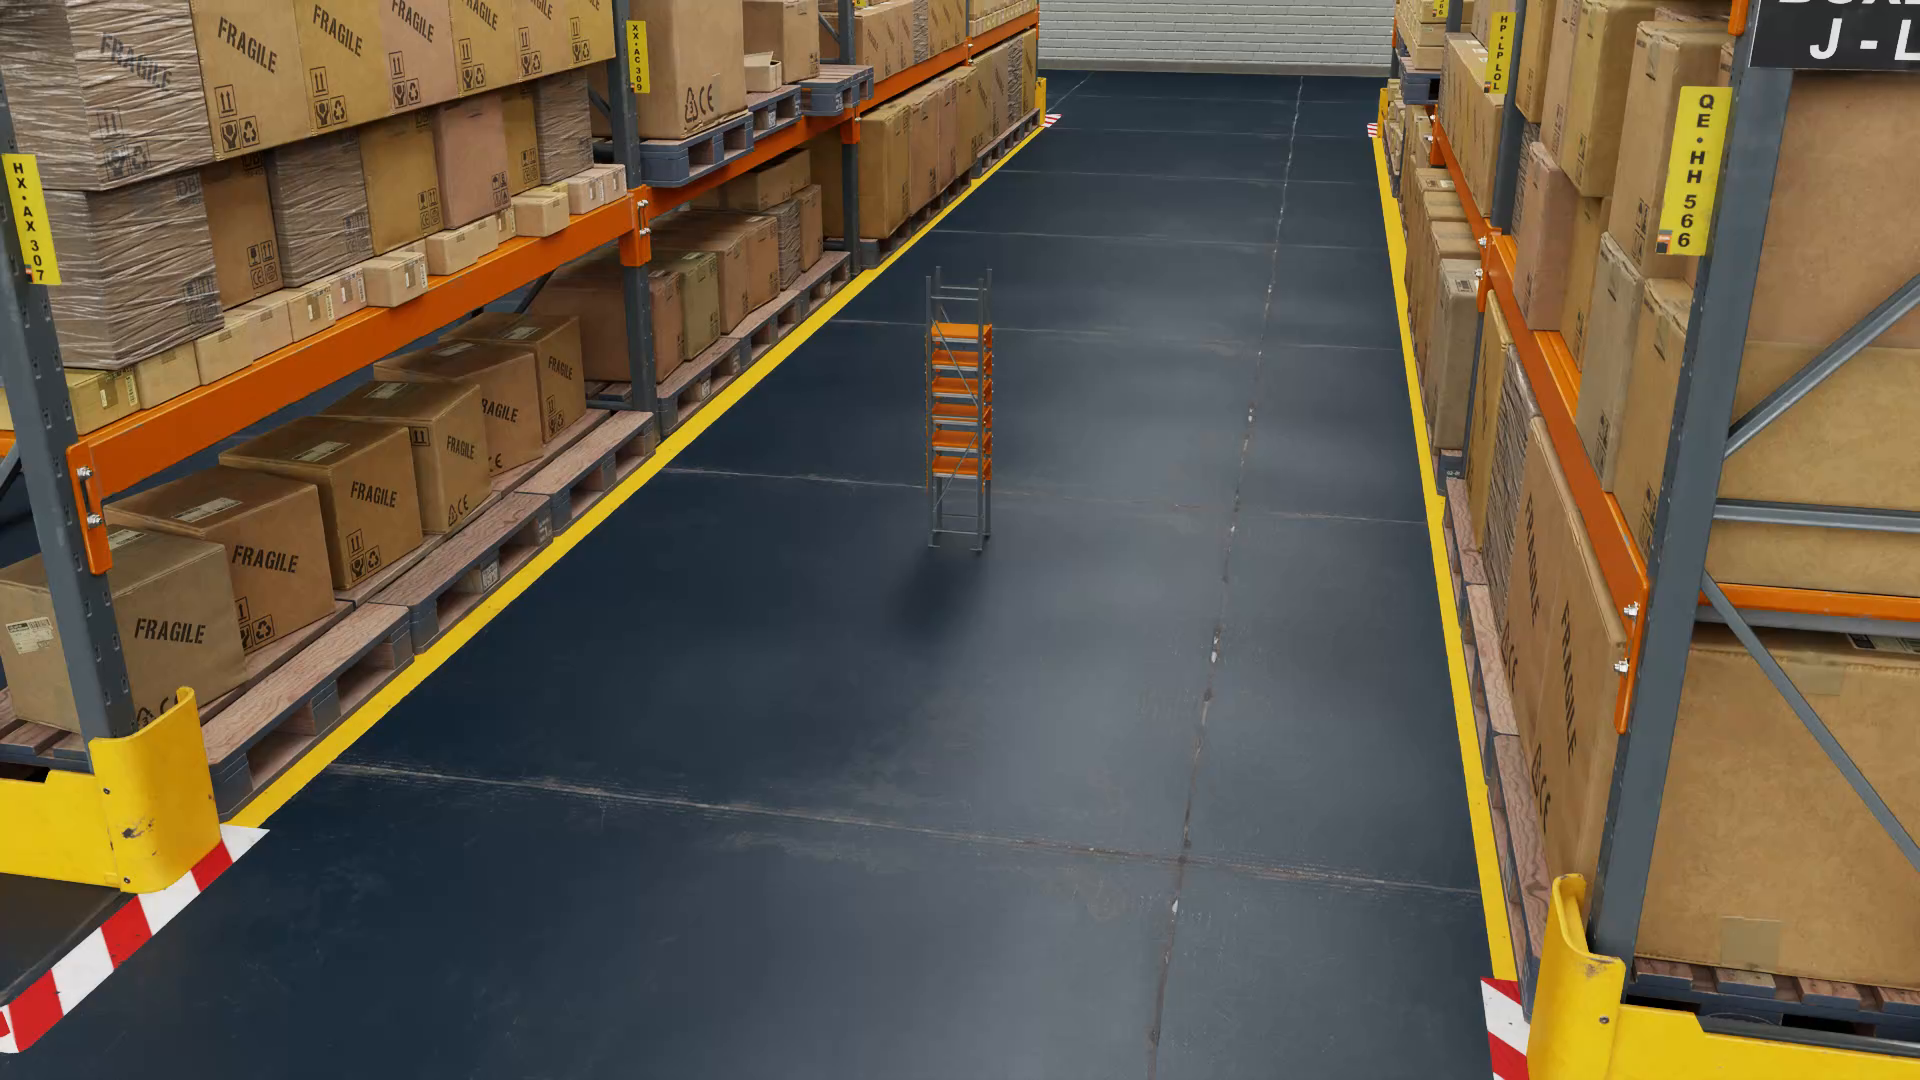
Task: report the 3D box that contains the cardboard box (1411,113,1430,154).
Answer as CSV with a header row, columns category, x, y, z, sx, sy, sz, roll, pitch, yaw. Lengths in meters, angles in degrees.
category,x,y,z,sx,sy,sz,roll,pitch,yaw
cardboard box,3.795,-3.168,12.986,0.500,0.250,0.500,5,23,13

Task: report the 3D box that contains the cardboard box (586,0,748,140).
category,x,y,z,sx,sy,sz,roll,pitch,yaw
cardboard box,-1.749,-2.659,8.575,1.000,1.000,1.000,5,22,11

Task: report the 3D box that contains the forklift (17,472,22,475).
category,x,y,z,sx,sy,sz,roll,pitch,yaw
forklift,-4.938,-0.996,5.903,1.130,2.935,3.031,5,23,13

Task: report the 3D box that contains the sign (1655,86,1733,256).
category,x,y,z,sx,sy,sz,roll,pitch,yaw
sign,1.442,-0.721,3.262,0.100,0.325,0.005,4,22,11

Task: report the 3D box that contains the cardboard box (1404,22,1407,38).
category,x,y,z,sx,sy,sz,roll,pitch,yaw
cardboard box,3.627,-3.908,12.816,0.380,0.149,0.250,4,22,10

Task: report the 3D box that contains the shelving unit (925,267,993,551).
category,x,y,z,sx,sy,sz,roll,pitch,yaw
shelving unit,-0.003,-0.551,7.116,0.258,1.200,0.189,4,22,11

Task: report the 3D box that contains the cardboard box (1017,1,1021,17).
category,x,y,z,sx,sy,sz,roll,pitch,yaw
cardboard box,0.443,-5.649,17.701,0.380,0.149,0.250,4,22,10

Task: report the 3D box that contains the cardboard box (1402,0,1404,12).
category,x,y,z,sx,sy,sz,roll,pitch,yaw
cardboard box,3.785,-4.334,13.477,0.380,0.149,0.250,5,22,12

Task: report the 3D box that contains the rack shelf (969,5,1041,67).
category,x,y,z,sx,sy,sz,roll,pitch,yaw
rack shelf,-0.008,-5.229,17.286,1.077,0.370,4.000,4,22,11

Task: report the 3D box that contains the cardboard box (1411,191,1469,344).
category,x,y,z,sx,sy,sz,roll,pitch,yaw
cardboard box,3.216,-1.569,9.684,1.050,0.750,0.750,5,22,12

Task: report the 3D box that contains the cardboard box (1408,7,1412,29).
category,x,y,z,sx,sy,sz,roll,pitch,yaw
cardboard box,3.519,-3.857,12.292,0.380,0.149,0.250,5,22,12

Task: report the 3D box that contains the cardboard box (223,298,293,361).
category,x,y,z,sx,sy,sz,roll,pitch,yaw
cardboard box,-2.407,-0.686,5.377,0.380,0.149,0.250,4,22,11

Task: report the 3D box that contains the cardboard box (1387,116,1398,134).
category,x,y,z,sx,sy,sz,roll,pitch,yaw
cardboard box,4.639,-4.306,17.284,0.380,0.149,0.250,5,22,12

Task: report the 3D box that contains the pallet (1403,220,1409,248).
category,x,y,z,sx,sy,sz,roll,pitch,yaw
pallet,4.015,-2.391,13.007,1.003,0.211,1.213,4,22,11

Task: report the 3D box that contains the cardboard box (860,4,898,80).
category,x,y,z,sx,sy,sz,roll,pitch,yaw
cardboard box,-0.763,-3.761,12.543,0.500,0.500,0.500,4,22,9

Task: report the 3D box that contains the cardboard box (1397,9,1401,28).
category,x,y,z,sx,sy,sz,roll,pitch,yaw
cardboard box,3.889,-4.386,14.002,0.380,0.149,0.250,3,22,8

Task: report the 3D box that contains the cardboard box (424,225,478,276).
category,x,y,z,sx,sy,sz,roll,pitch,yaw
cardboard box,-2.125,-1.141,6.507,0.380,0.149,0.250,4,22,11

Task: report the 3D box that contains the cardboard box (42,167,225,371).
category,x,y,z,sx,sy,sz,roll,pitch,yaw
cardboard box,-2.725,-0.826,4.858,0.875,0.500,0.500,4,22,11

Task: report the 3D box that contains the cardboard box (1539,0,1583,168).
category,x,y,z,sx,sy,sz,roll,pitch,yaw
cardboard box,2.435,-1.532,5.496,0.875,0.550,0.550,4,22,11

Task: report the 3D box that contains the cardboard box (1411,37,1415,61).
category,x,y,z,sx,sy,sz,roll,pitch,yaw
cardboard box,3.358,-3.432,11.635,0.380,0.149,0.250,5,22,12

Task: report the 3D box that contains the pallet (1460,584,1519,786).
category,x,y,z,sx,sy,sz,roll,pitch,yaw
pallet,2.308,0.522,5.774,1.003,0.211,1.213,4,22,11

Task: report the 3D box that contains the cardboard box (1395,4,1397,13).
category,x,y,z,sx,sy,sz,roll,pitch,yaw
cardboard box,4.849,-5.669,17.752,0.380,0.149,0.250,4,22,10

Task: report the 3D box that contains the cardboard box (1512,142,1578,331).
category,x,y,z,sx,sy,sz,roll,pitch,yaw
cardboard box,2.408,-1.033,5.703,0.875,0.550,0.550,4,22,11

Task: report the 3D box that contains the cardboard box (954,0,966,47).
category,x,y,z,sx,sy,sz,roll,pitch,yaw
cardboard box,-0.244,-4.686,14.840,0.500,0.500,0.500,5,22,11

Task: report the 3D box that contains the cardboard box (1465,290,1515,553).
category,x,y,z,sx,sy,sz,roll,pitch,yaw
cardboard box,2.590,-0.475,6.801,0.875,0.875,0.875,5,22,12

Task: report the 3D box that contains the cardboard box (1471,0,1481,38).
category,x,y,z,sx,sy,sz,roll,pitch,yaw
cardboard box,3.502,-3.300,10.061,0.700,0.500,0.500,4,22,11

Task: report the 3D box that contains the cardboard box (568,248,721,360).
category,x,y,z,sx,sy,sz,roll,pitch,yaw
cardboard box,-1.786,-1.346,9.438,0.700,0.500,0.500,4,22,11

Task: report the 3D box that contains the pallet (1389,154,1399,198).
category,x,y,z,sx,sy,sz,roll,pitch,yaw
pallet,4.522,-3.371,15.442,1.003,0.211,1.213,4,22,11

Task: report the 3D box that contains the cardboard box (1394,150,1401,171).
category,x,y,z,sx,sy,sz,roll,pitch,yaw
cardboard box,4.166,-3.458,15.179,0.380,0.149,0.250,5,22,12

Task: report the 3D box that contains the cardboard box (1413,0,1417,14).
category,x,y,z,sx,sy,sz,roll,pitch,yaw
cardboard box,3.412,-3.807,11.770,0.380,0.149,0.250,5,22,13

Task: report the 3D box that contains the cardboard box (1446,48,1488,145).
category,x,y,z,sx,sy,sz,roll,pitch,yaw
cardboard box,3.043,-2.486,9.377,0.500,0.500,0.500,4,22,11

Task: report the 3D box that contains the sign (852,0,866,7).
category,x,y,z,sx,sy,sz,roll,pitch,yaw
sign,-0.699,-3.831,11.407,0.100,0.325,0.005,4,22,11

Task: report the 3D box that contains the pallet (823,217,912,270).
category,x,y,z,sx,sy,sz,roll,pitch,yaw
pallet,-0.997,-2.358,12.926,1.003,0.211,1.213,4,22,11

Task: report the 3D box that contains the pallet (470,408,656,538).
category,x,y,z,sx,sy,sz,roll,pitch,yaw
pallet,-2.150,-0.364,7.975,1.003,0.211,1.213,4,22,11

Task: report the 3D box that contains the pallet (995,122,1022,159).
category,x,y,z,sx,sy,sz,roll,pitch,yaw
pallet,0.063,-4.258,17.643,1.003,0.211,1.213,4,22,11

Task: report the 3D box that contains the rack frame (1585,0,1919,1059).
category,x,y,z,sx,sy,sz,roll,pitch,yaw
rack frame,1.971,-0.028,3.408,1.000,3.000,0.127,4,22,11

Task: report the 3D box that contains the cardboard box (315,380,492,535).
category,x,y,z,sx,sy,sz,roll,pitch,yaw
cardboard box,-2.328,-0.355,7.003,0.500,0.500,0.500,2,22,6

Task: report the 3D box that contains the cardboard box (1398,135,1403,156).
category,x,y,z,sx,sy,sz,roll,pitch,yaw
cardboard box,4.172,-3.566,15.049,0.380,0.149,0.250,5,22,12

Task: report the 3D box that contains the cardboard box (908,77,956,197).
category,x,y,z,sx,sy,sz,roll,pitch,yaw
cardboard box,-0.708,-3.478,14.257,1.225,0.875,0.875,4,22,9

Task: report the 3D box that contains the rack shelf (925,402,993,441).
category,x,y,z,sx,sy,sz,roll,pitch,yaw
rack shelf,-0.003,-0.510,7.133,0.258,0.103,0.180,4,22,11

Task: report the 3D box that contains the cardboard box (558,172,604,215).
category,x,y,z,sx,sy,sz,roll,pitch,yaw
cardboard box,-1.864,-1.598,7.641,0.380,0.149,0.250,4,22,11

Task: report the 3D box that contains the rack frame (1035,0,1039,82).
category,x,y,z,sx,sy,sz,roll,pitch,yaw
rack frame,0.401,-6.295,18.968,1.000,3.000,0.127,4,22,11

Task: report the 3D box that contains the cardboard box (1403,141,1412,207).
category,x,y,z,sx,sy,sz,roll,pitch,yaw
cardboard box,3.903,-3.008,13.592,0.500,0.500,0.500,5,23,13

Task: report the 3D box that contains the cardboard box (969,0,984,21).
category,x,y,z,sx,sy,sz,roll,pitch,yaw
cardboard box,-0.063,-5.052,15.685,0.500,0.250,0.500,4,22,10

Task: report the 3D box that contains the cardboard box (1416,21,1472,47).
category,x,y,z,sx,sy,sz,roll,pitch,yaw
cardboard box,3.258,-3.385,11.120,0.380,0.149,0.250,5,22,12

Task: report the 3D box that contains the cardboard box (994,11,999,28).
category,x,y,z,sx,sy,sz,roll,pitch,yaw
cardboard box,0.181,-5.180,16.537,0.380,0.149,0.250,4,22,10

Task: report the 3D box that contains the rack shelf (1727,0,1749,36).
category,x,y,z,sx,sy,sz,roll,pitch,yaw
rack shelf,2.379,-1.817,4.798,1.077,0.370,4.000,4,22,11

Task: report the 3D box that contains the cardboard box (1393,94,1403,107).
category,x,y,z,sx,sy,sz,roll,pitch,yaw
cardboard box,4.547,-4.379,16.670,0.380,0.149,0.250,5,22,12

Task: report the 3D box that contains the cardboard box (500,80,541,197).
category,x,y,z,sx,sy,sz,roll,pitch,yaw
cardboard box,-2.337,-1.750,7.152,0.875,0.500,0.500,4,22,11

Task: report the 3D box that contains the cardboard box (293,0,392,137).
category,x,y,z,sx,sy,sz,roll,pitch,yaw
cardboard box,-2.276,-1.637,5.532,0.500,0.500,0.500,4,22,11
